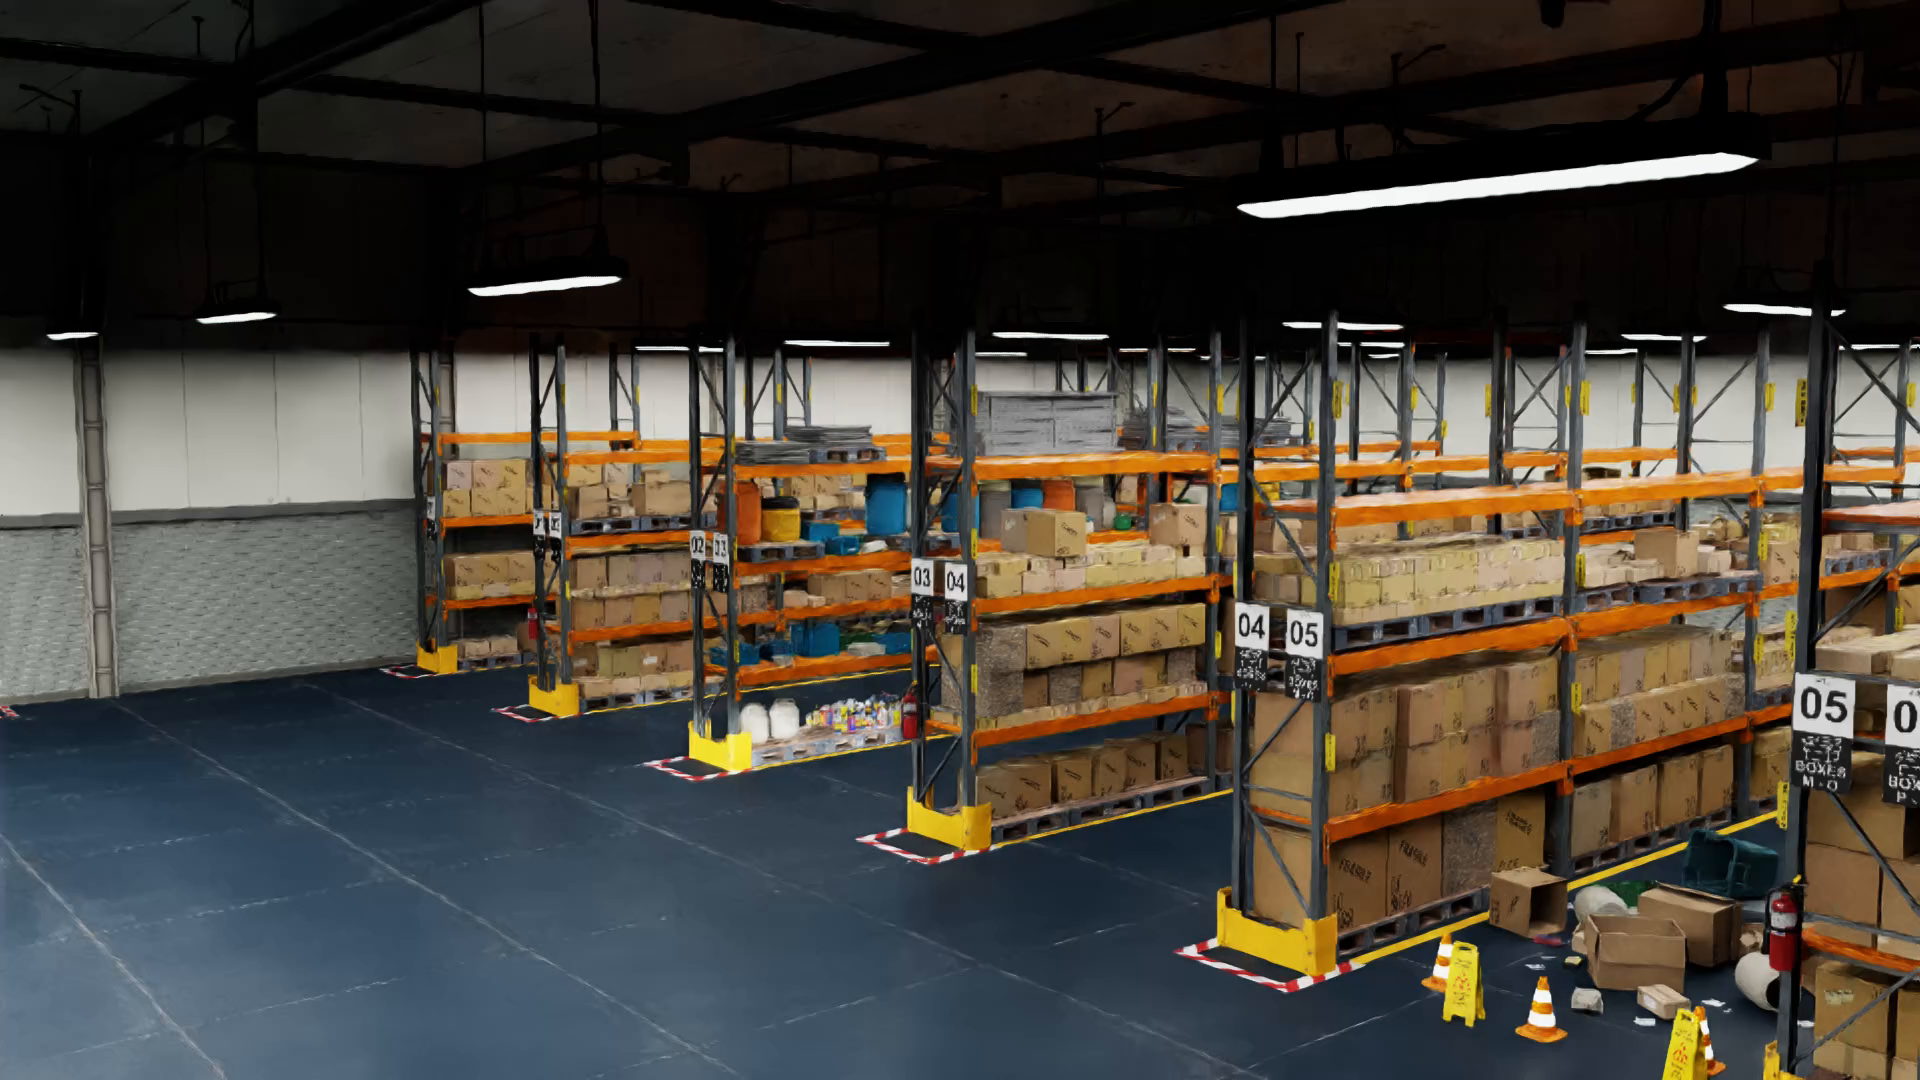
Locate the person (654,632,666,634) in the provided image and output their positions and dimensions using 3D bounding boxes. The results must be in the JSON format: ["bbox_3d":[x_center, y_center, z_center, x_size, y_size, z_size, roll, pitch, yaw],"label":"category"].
[{"bbox_3d":[-5.348,1.530,29.732,0.349,1.598,0.502,2,6,19],"label":"person"}]
